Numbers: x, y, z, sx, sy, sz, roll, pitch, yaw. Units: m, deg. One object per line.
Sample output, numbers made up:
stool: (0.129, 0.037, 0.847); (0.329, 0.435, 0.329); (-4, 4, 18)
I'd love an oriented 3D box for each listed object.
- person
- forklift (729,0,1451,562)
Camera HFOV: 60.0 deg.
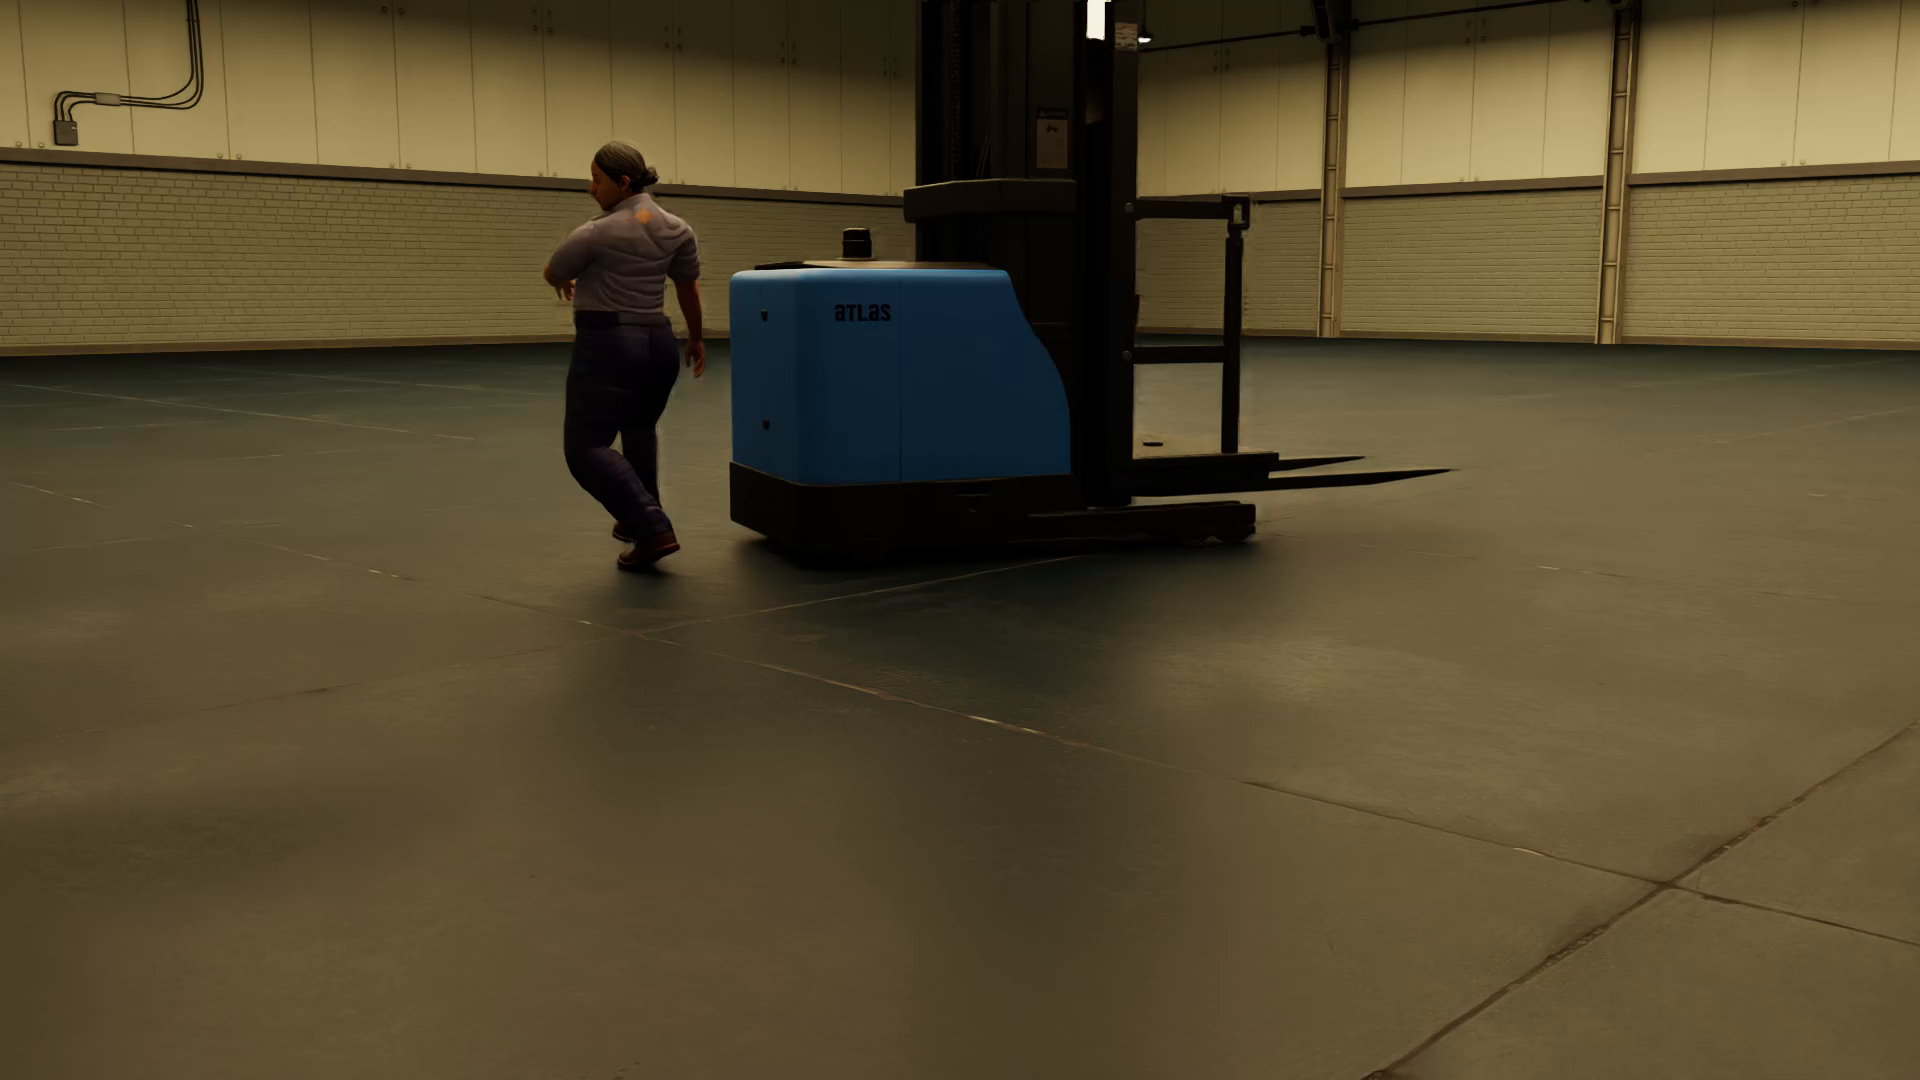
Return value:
person: (-1.229, -0.705, 6.254); (0.824, 1.524, 0.719); (5, 10, 31)
forklift: (0.627, -1.490, 6.772); (3.031, 2.935, 1.130); (-4, 9, -23)
